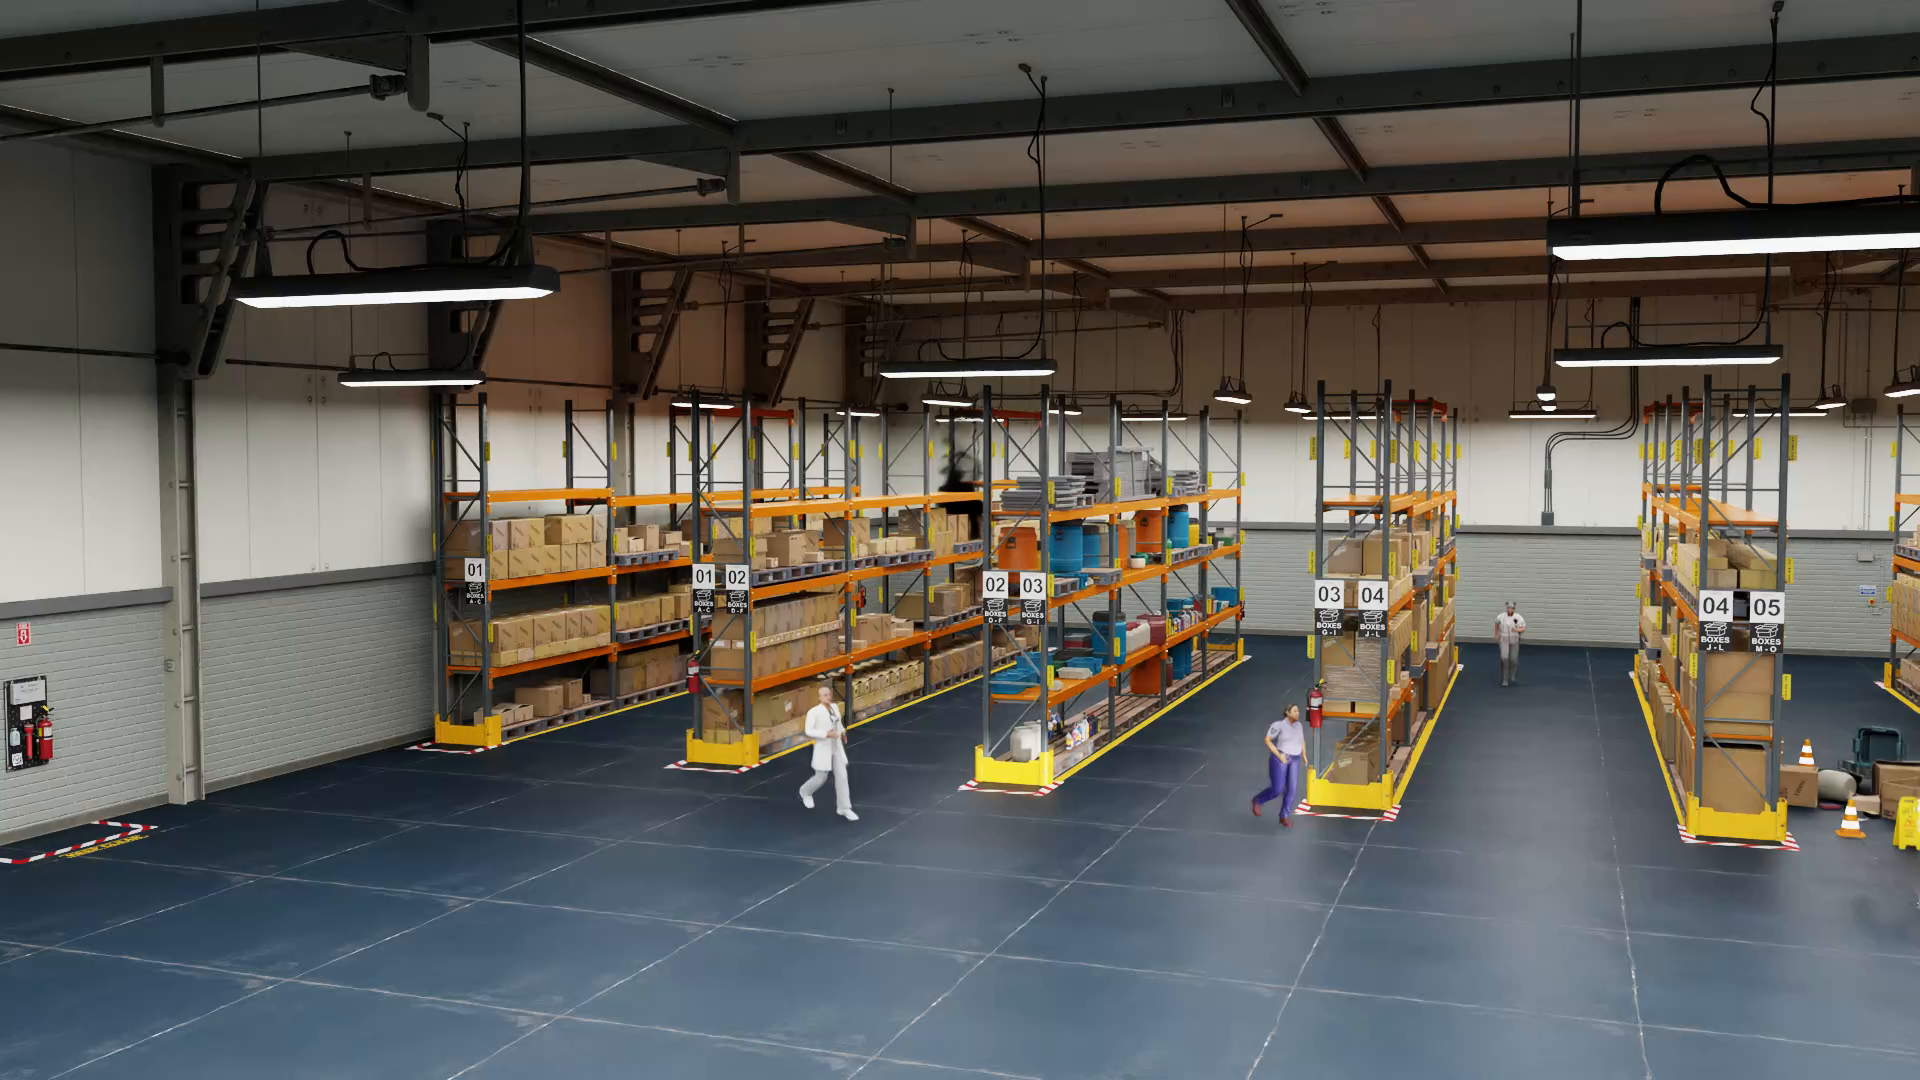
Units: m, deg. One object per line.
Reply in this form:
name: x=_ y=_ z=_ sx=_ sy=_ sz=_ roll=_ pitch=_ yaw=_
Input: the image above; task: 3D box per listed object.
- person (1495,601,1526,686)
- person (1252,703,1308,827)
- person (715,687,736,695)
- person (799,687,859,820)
person: x=11.809 y=2.222 z=35.714 sx=0.630 sy=1.846 sz=0.859 roll=1 pitch=3 yaw=17
person: x=4.398 y=3.012 z=22.470 sx=0.694 sy=1.600 sz=0.723 roll=-2 pitch=3 yaw=-27
person: x=-4.348 y=2.526 z=31.033 sx=0.590 sy=1.626 sz=0.590 roll=0 pitch=3 yaw=8
person: x=-1.800 y=2.891 z=22.769 sx=0.724 sy=1.764 sz=1.110 roll=-3 pitch=4 yaw=-41
